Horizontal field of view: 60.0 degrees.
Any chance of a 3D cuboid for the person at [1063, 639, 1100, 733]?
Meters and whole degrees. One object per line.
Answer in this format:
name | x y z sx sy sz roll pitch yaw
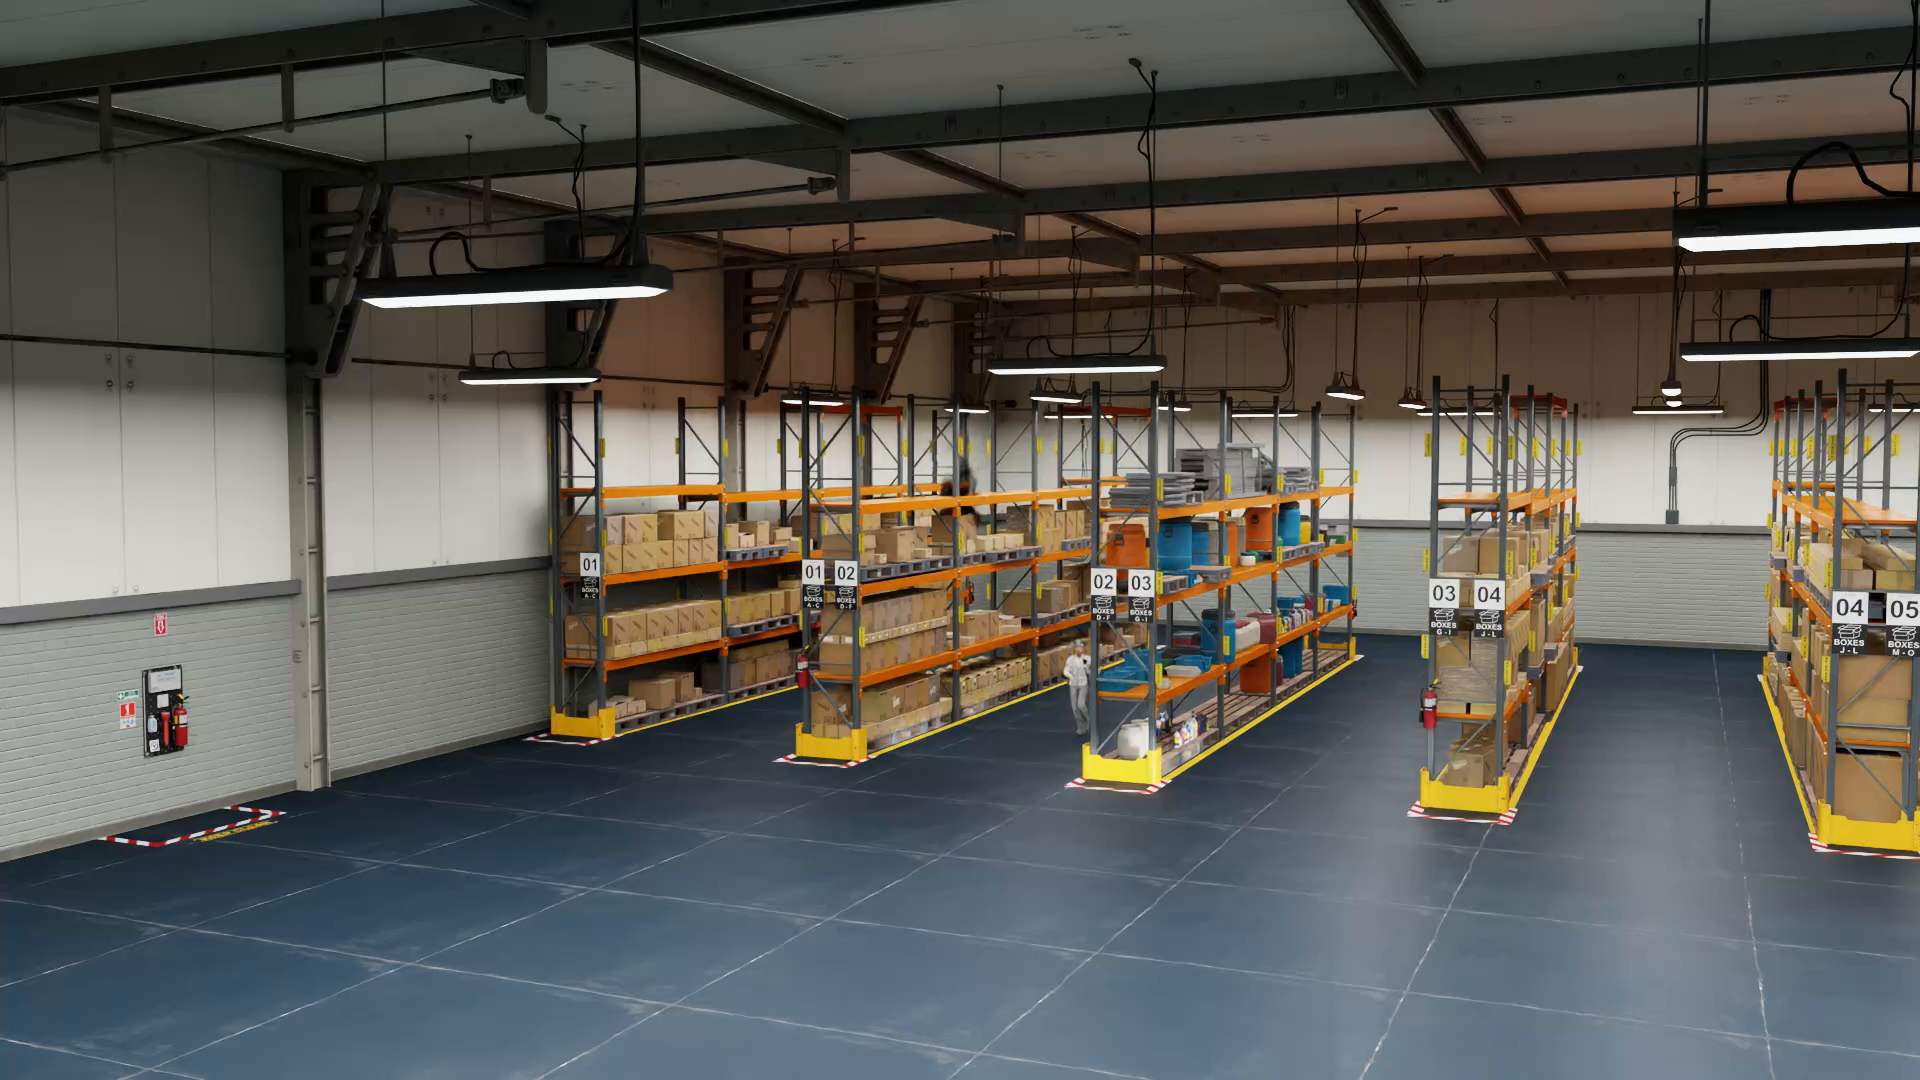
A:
person | 2.085 2.555 28.983 0.590 1.660 0.619 1 3 21
